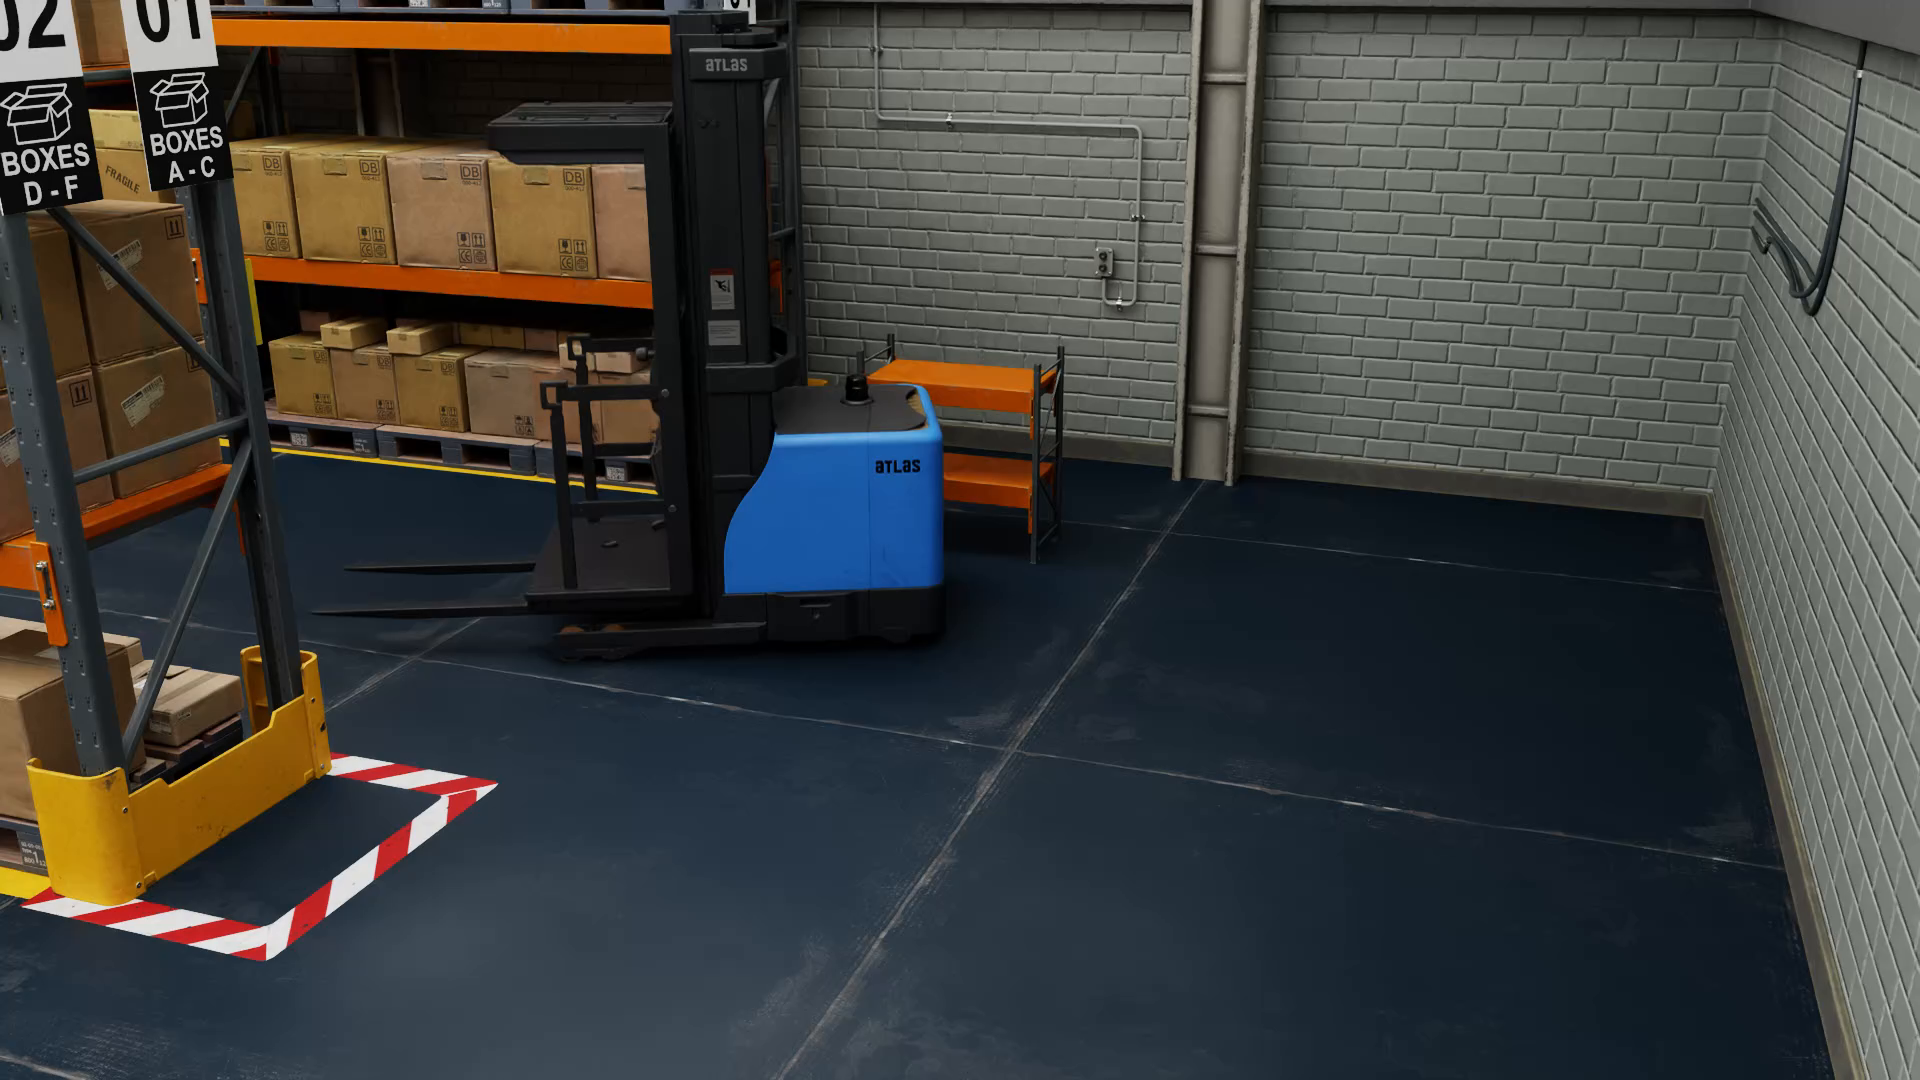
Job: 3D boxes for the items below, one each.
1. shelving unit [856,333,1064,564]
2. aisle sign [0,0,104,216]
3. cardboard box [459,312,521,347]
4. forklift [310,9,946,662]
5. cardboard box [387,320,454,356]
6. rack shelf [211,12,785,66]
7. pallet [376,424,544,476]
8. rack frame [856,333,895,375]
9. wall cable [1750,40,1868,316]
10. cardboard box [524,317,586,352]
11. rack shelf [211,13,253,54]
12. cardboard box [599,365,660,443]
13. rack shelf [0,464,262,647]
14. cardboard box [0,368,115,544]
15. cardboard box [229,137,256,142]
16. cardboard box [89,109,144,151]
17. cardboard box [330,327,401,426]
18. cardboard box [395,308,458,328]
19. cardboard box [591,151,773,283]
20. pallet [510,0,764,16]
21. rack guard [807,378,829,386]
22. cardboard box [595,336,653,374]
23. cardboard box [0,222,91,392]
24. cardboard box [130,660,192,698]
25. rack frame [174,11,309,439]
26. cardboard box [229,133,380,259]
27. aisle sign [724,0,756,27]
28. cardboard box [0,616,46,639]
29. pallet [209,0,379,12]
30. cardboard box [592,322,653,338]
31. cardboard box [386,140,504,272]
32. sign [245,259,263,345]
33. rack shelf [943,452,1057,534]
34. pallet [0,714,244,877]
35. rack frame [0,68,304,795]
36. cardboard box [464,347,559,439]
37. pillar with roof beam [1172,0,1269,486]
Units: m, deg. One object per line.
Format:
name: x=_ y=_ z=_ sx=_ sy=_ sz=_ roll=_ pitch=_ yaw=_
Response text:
shelving unit: x=0.006 y=-0.530 z=9.389 sx=1.048 sy=1.125 sz=0.538 roll=7 pitch=20 yaw=18
aisle sign: x=-2.894 y=-1.435 z=5.187 sx=0.004 sy=0.787 sz=0.394 roll=7 pitch=20 yaw=18
cardboard box: x=-3.183 y=-1.432 z=11.302 sx=0.250 sy=0.149 sz=0.380 roll=6 pitch=20 yaw=17
forklift: x=-1.617 y=-0.986 z=7.952 sx=3.031 sy=2.935 sz=1.130 roll=-2 pitch=19 yaw=-5
cardboard box: x=-3.585 y=-1.344 z=11.050 sx=0.250 sy=0.149 sz=0.380 roll=6 pitch=20 yaw=17
rack shelf: x=-3.125 y=-3.144 z=10.573 sx=4.000 sy=0.370 sz=1.077 roll=7 pitch=20 yaw=18
pallet: x=-3.165 y=-0.728 z=11.345 sx=1.213 sy=0.211 sz=1.003 roll=7 pitch=20 yaw=18
rack frame: x=-0.474 y=-0.585 z=9.547 sx=0.032 sy=1.125 sz=0.500 roll=7 pitch=20 yaw=18
wall cable: x=3.990 y=-2.495 z=7.781 sx=0.112 sy=2.526 sz=3.097 roll=7 pitch=20 yaw=18
cardboard box: x=-2.702 y=-1.377 z=11.144 sx=0.250 sy=0.149 sz=0.380 roll=7 pitch=20 yaw=19
rack shelf: x=-6.904 y=-3.576 z=11.813 sx=4.000 sy=0.370 sz=1.077 roll=7 pitch=20 yaw=18
cardboard box: x=-1.930 y=-0.913 z=10.799 sx=0.500 sy=0.500 sz=0.700 roll=7 pitch=20 yaw=18
rack shelf: x=-4.747 y=-0.187 z=6.647 sx=4.000 sy=0.370 sz=1.077 roll=7 pitch=20 yaw=18
cardboard box: x=-3.370 y=-0.321 z=5.788 sx=0.500 sy=0.500 sz=0.500 roll=7 pitch=20 yaw=20
cardboard box: x=-5.366 y=-2.608 z=11.867 sx=0.500 sy=0.500 sz=0.500 roll=6 pitch=20 yaw=16
cardboard box: x=-5.539 y=-2.805 z=11.293 sx=0.500 sy=0.250 sz=0.500 roll=7 pitch=20 yaw=19
cardboard box: x=-3.868 y=-1.133 z=11.429 sx=0.500 sy=0.500 sz=0.700 roll=6 pitch=20 yaw=18
cardboard box: x=-3.666 y=-1.487 z=11.460 sx=0.250 sy=0.149 sz=0.380 roll=6 pitch=20 yaw=16
cardboard box: x=-1.721 y=-2.044 z=10.428 sx=0.700 sy=0.700 sz=0.980 roll=7 pitch=21 yaw=21
pallet: x=-1.940 y=-3.302 z=10.070 sx=1.213 sy=0.211 sz=1.003 roll=7 pitch=20 yaw=18
rack guard: x=-1.213 y=-0.668 z=10.733 sx=0.348 sy=0.500 sz=1.175 roll=7 pitch=20 yaw=18
cardboard box: x=-2.111 y=-1.177 z=10.569 sx=0.250 sy=0.149 sz=0.380 roll=6 pitch=20 yaw=17
cardboard box: x=-3.369 y=-0.792 z=5.620 sx=0.500 sy=0.500 sz=0.500 roll=6 pitch=20 yaw=18
cardboard box: x=-3.377 y=0.641 z=6.817 sx=0.250 sy=0.166 sz=0.380 roll=7 pitch=20 yaw=18
rack frame: x=-5.014 y=-2.283 z=11.568 sx=0.127 sy=3.000 sz=1.000 roll=7 pitch=20 yaw=18
cardboard box: x=-4.507 y=-2.361 z=11.336 sx=0.700 sy=0.700 sz=0.980 roll=7 pitch=20 yaw=19
aisle sign: x=-1.266 y=-2.977 z=9.611 sx=0.004 sy=0.787 sz=0.394 roll=7 pitch=20 yaw=18
cardboard box: x=-4.223 y=0.526 z=7.020 sx=0.500 sy=0.250 sz=0.500 roll=7 pitch=20 yaw=18
pallet: x=-4.245 y=-3.566 z=10.826 sx=1.213 sy=0.211 sz=1.003 roll=7 pitch=20 yaw=18
cardboard box: x=-2.225 y=-1.323 z=10.988 sx=0.250 sy=0.149 sz=0.380 roll=7 pitch=20 yaw=18
cardboard box: x=-3.129 y=-2.205 z=10.888 sx=0.700 sy=0.700 sz=0.980 roll=6 pitch=20 yaw=15
sign: x=-2.680 y=-0.888 z=6.250 sx=0.005 sy=0.325 sz=0.100 roll=7 pitch=20 yaw=18
rack shelf: x=0.006 y=-0.300 z=9.469 sx=1.000 sy=0.278 sz=0.538 roll=7 pitch=20 yaw=18
pallet: x=-3.683 y=0.913 z=6.638 sx=1.213 sy=0.211 sz=1.003 roll=7 pitch=20 yaw=18
rack frame: x=-2.858 y=-0.310 z=5.909 sx=0.127 sy=3.000 sz=1.000 roll=7 pitch=20 yaw=18
cardboard box: x=-2.878 y=-1.021 z=11.109 sx=0.500 sy=0.500 sz=0.700 roll=6 pitch=20 yaw=16
pillar with roof beam: x=0.186 y=-3.322 z=5.436 sx=0.400 sy=9.000 sz=9.100 roll=7 pitch=20 yaw=18
